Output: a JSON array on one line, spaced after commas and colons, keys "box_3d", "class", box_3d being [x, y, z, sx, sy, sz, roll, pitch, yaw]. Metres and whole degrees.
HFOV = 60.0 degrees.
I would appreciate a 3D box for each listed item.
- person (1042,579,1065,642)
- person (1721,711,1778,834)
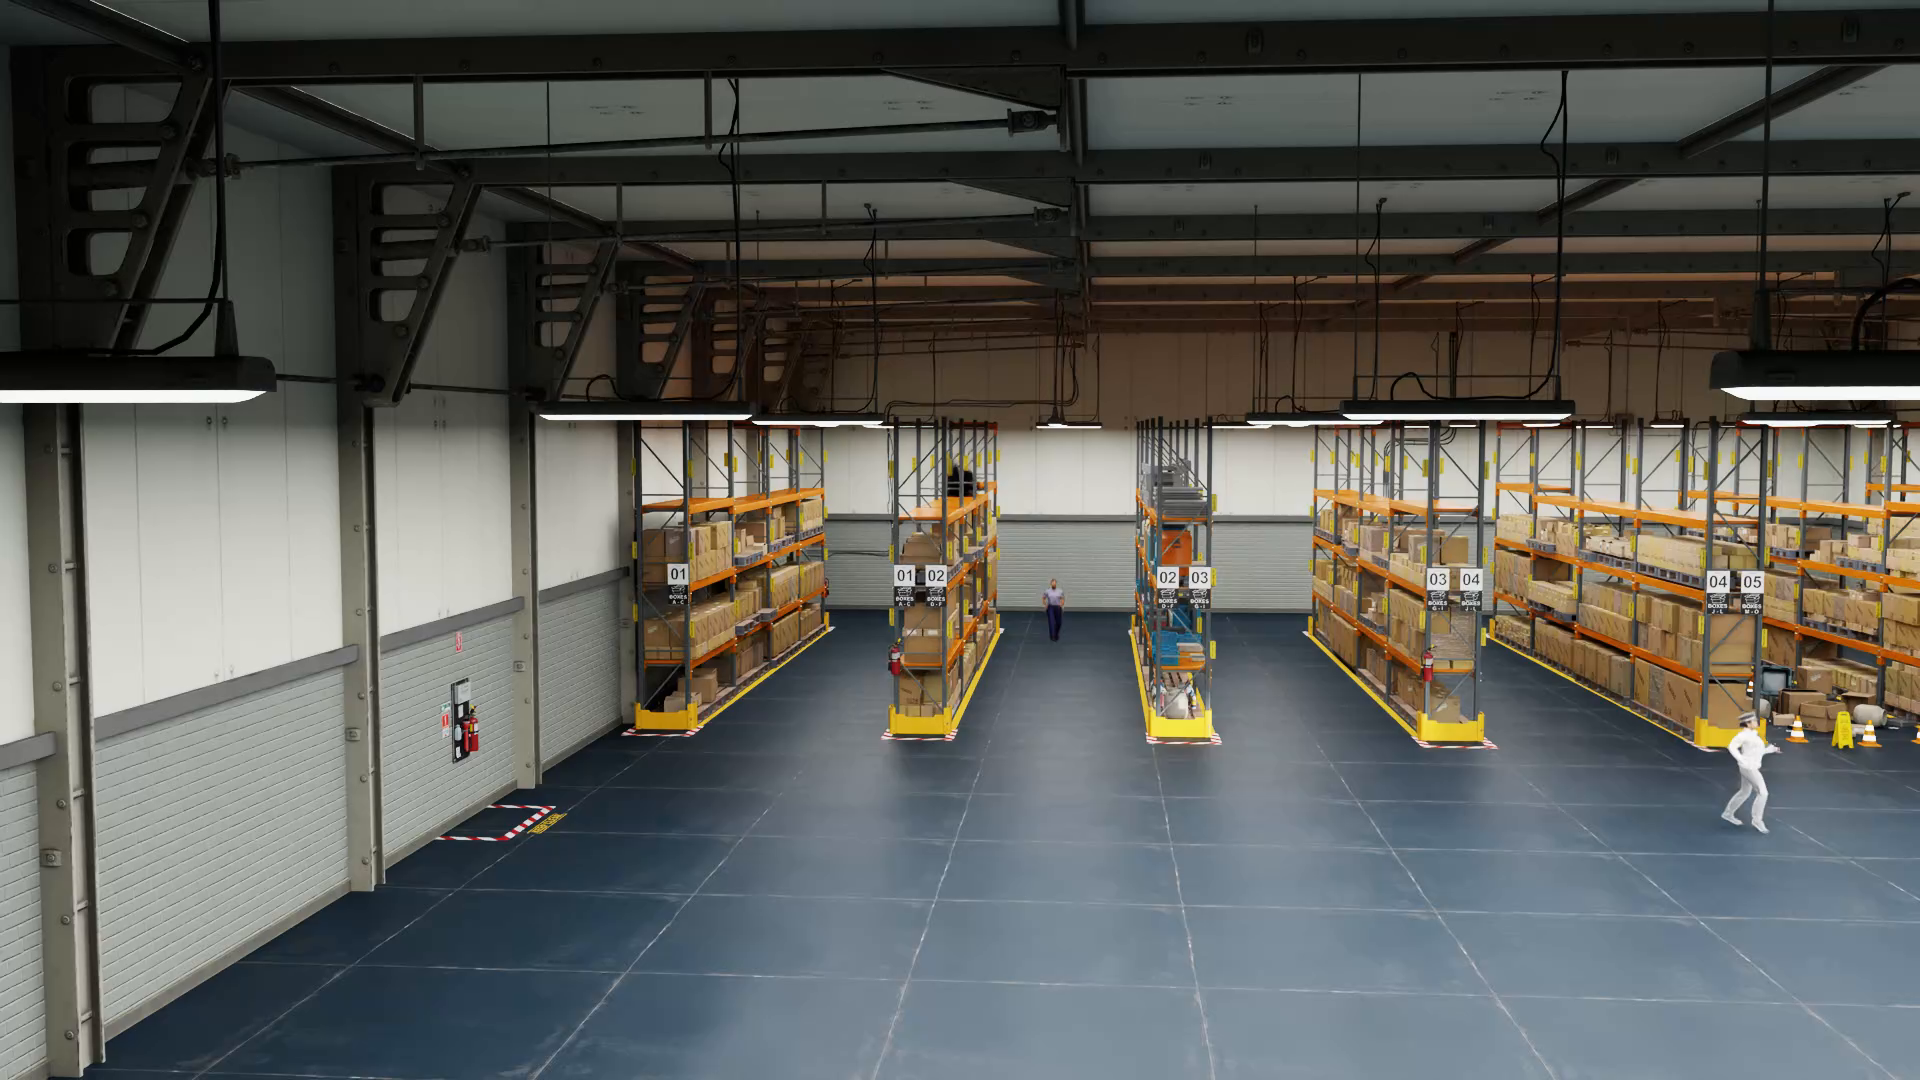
[{"box_3d": [2.426, 1.826, 43.114, 0.611, 1.624, 0.600, 0, 4, -4], "class": "person"}, {"box_3d": [11.321, 3.318, 23.851, 0.706, 1.752, 0.593, 2, 4, 31], "class": "person"}]
